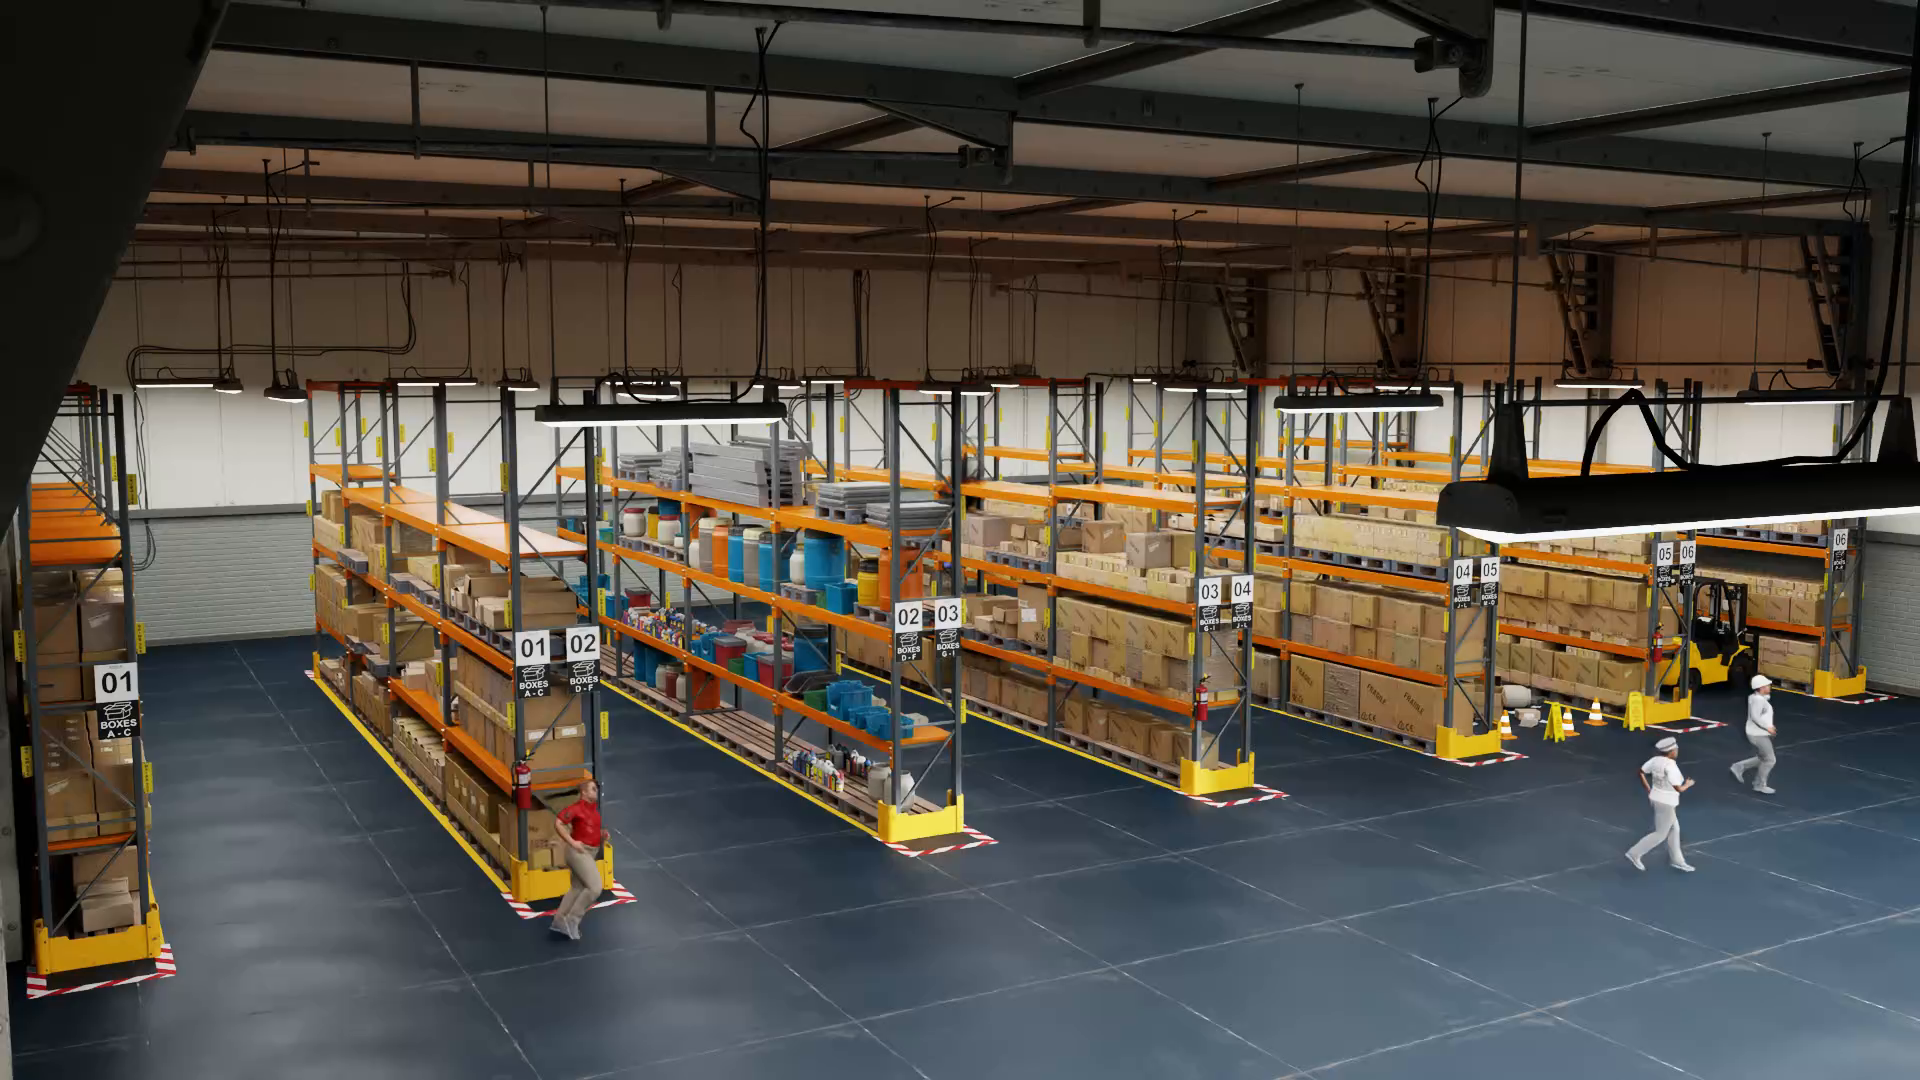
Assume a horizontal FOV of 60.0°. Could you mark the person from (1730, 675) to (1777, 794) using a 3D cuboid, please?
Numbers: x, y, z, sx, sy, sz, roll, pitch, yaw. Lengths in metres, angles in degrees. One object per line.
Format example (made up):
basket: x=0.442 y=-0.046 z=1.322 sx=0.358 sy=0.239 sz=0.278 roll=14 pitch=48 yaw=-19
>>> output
person: x=11.747 y=2.859 z=24.559 sx=0.617 sy=1.745 sz=0.670 roll=2 pitch=6 yaw=19

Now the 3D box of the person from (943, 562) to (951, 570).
person: x=-0.437 y=1.144 z=41.400 sx=0.614 sy=1.659 sz=0.767 roll=4 pitch=7 yaw=32

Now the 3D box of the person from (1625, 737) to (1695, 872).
person: x=8.700 y=3.281 z=20.598 sx=0.900 sy=1.697 sz=0.604 roll=0 pitch=6 yaw=0

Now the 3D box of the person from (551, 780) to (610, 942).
person: x=-4.213 y=3.544 z=18.508 sx=0.646 sy=1.732 sz=0.714 roll=0 pitch=6 yaw=3
